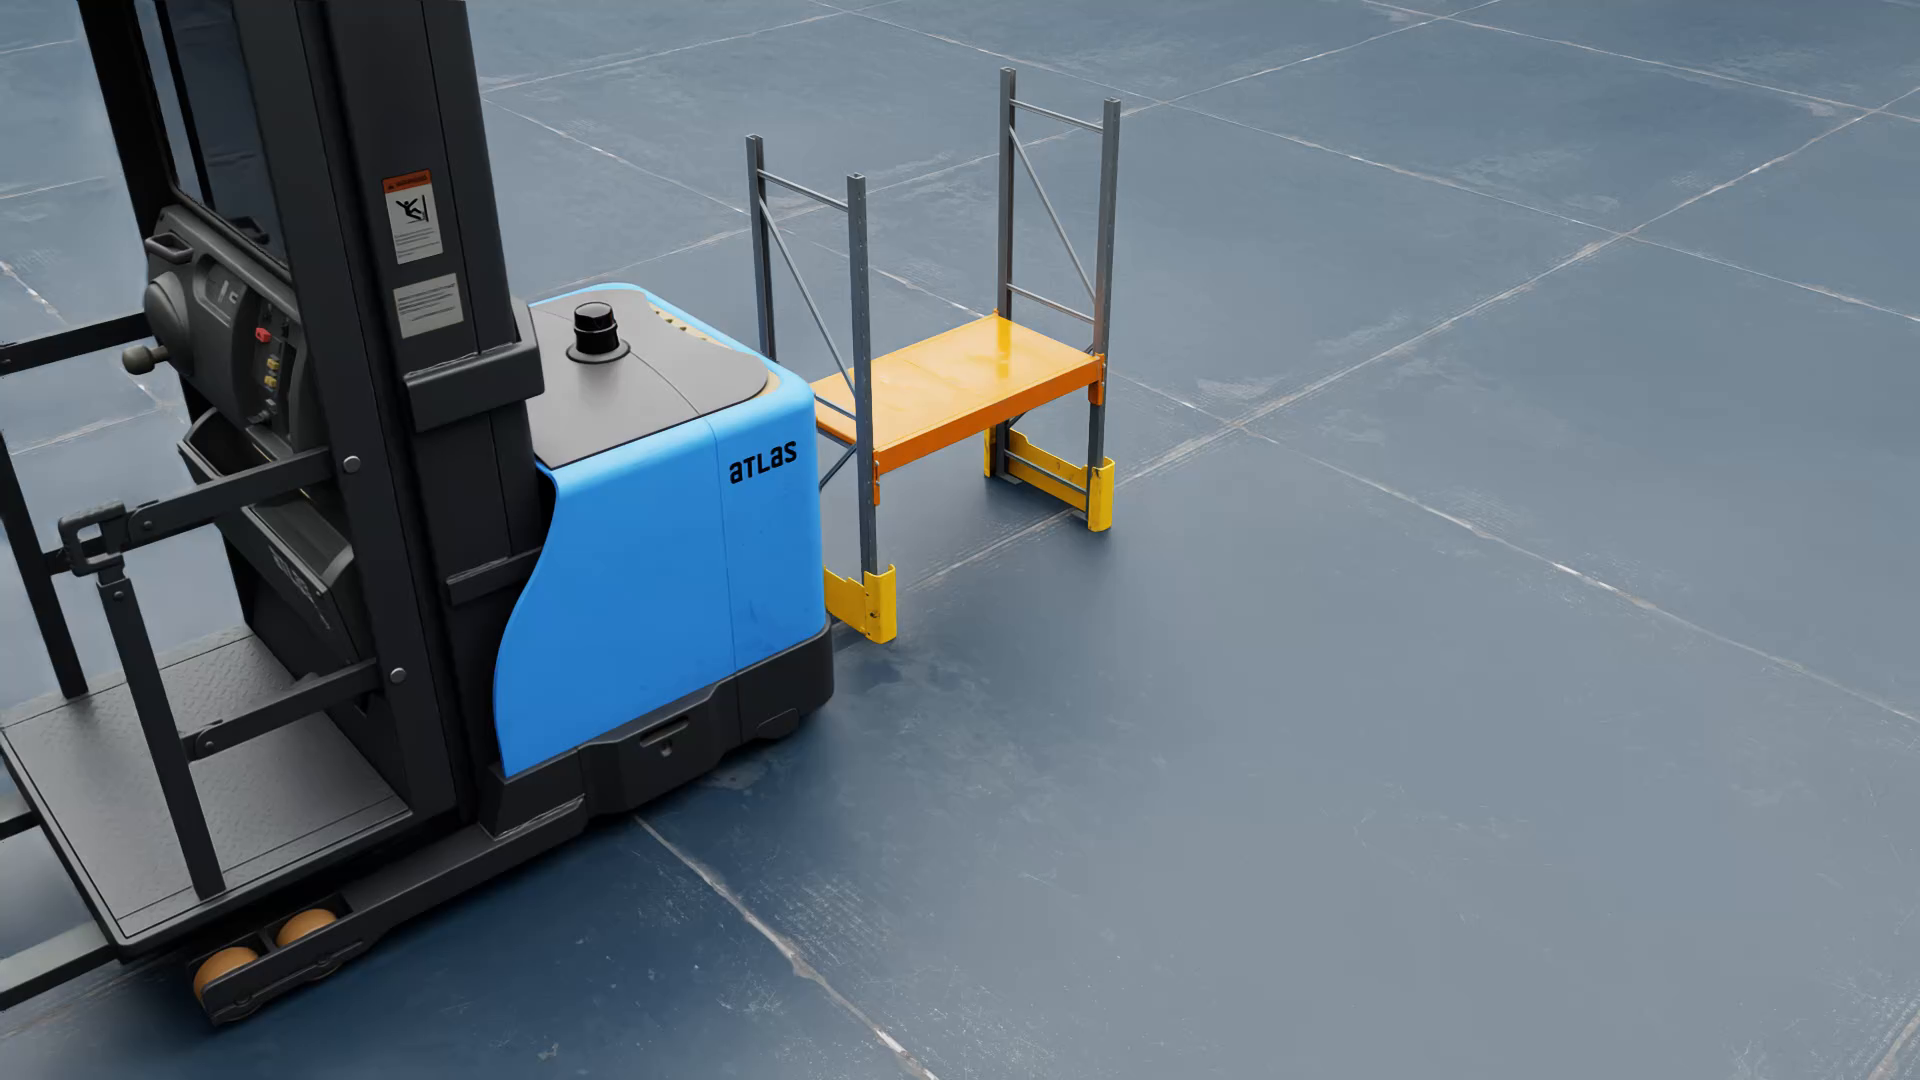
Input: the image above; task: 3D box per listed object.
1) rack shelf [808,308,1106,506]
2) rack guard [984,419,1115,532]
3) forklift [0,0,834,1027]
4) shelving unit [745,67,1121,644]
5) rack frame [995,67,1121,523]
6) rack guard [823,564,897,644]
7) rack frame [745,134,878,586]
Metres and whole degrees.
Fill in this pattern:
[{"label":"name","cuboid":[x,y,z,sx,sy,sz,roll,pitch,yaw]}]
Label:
[{"label":"rack shelf","cuboid":[-0.063,-0.456,5.403,1.000,0.185,0.538,-26,40,-35]},{"label":"rack guard","cuboid":[0.309,-0.256,5.929,0.087,0.250,0.587,-26,40,-35]},{"label":"forklift","cuboid":[-1.816,-0.434,3.650,3.031,2.935,1.130,-24,39,-34]},{"label":"shelving unit","cuboid":[-0.056,-0.613,5.315,1.083,1.500,0.587,-26,40,-35]},{"label":"rack frame","cuboid":[0.310,-0.790,5.604,0.032,1.500,0.500,-26,40,-35]},{"label":"rack guard","cuboid":[-0.421,0.097,5.352,0.087,0.250,0.587,-26,40,-35]},{"label":"rack frame","cuboid":[-0.435,-0.429,5.014,0.032,1.500,0.500,-26,40,-35]}]
